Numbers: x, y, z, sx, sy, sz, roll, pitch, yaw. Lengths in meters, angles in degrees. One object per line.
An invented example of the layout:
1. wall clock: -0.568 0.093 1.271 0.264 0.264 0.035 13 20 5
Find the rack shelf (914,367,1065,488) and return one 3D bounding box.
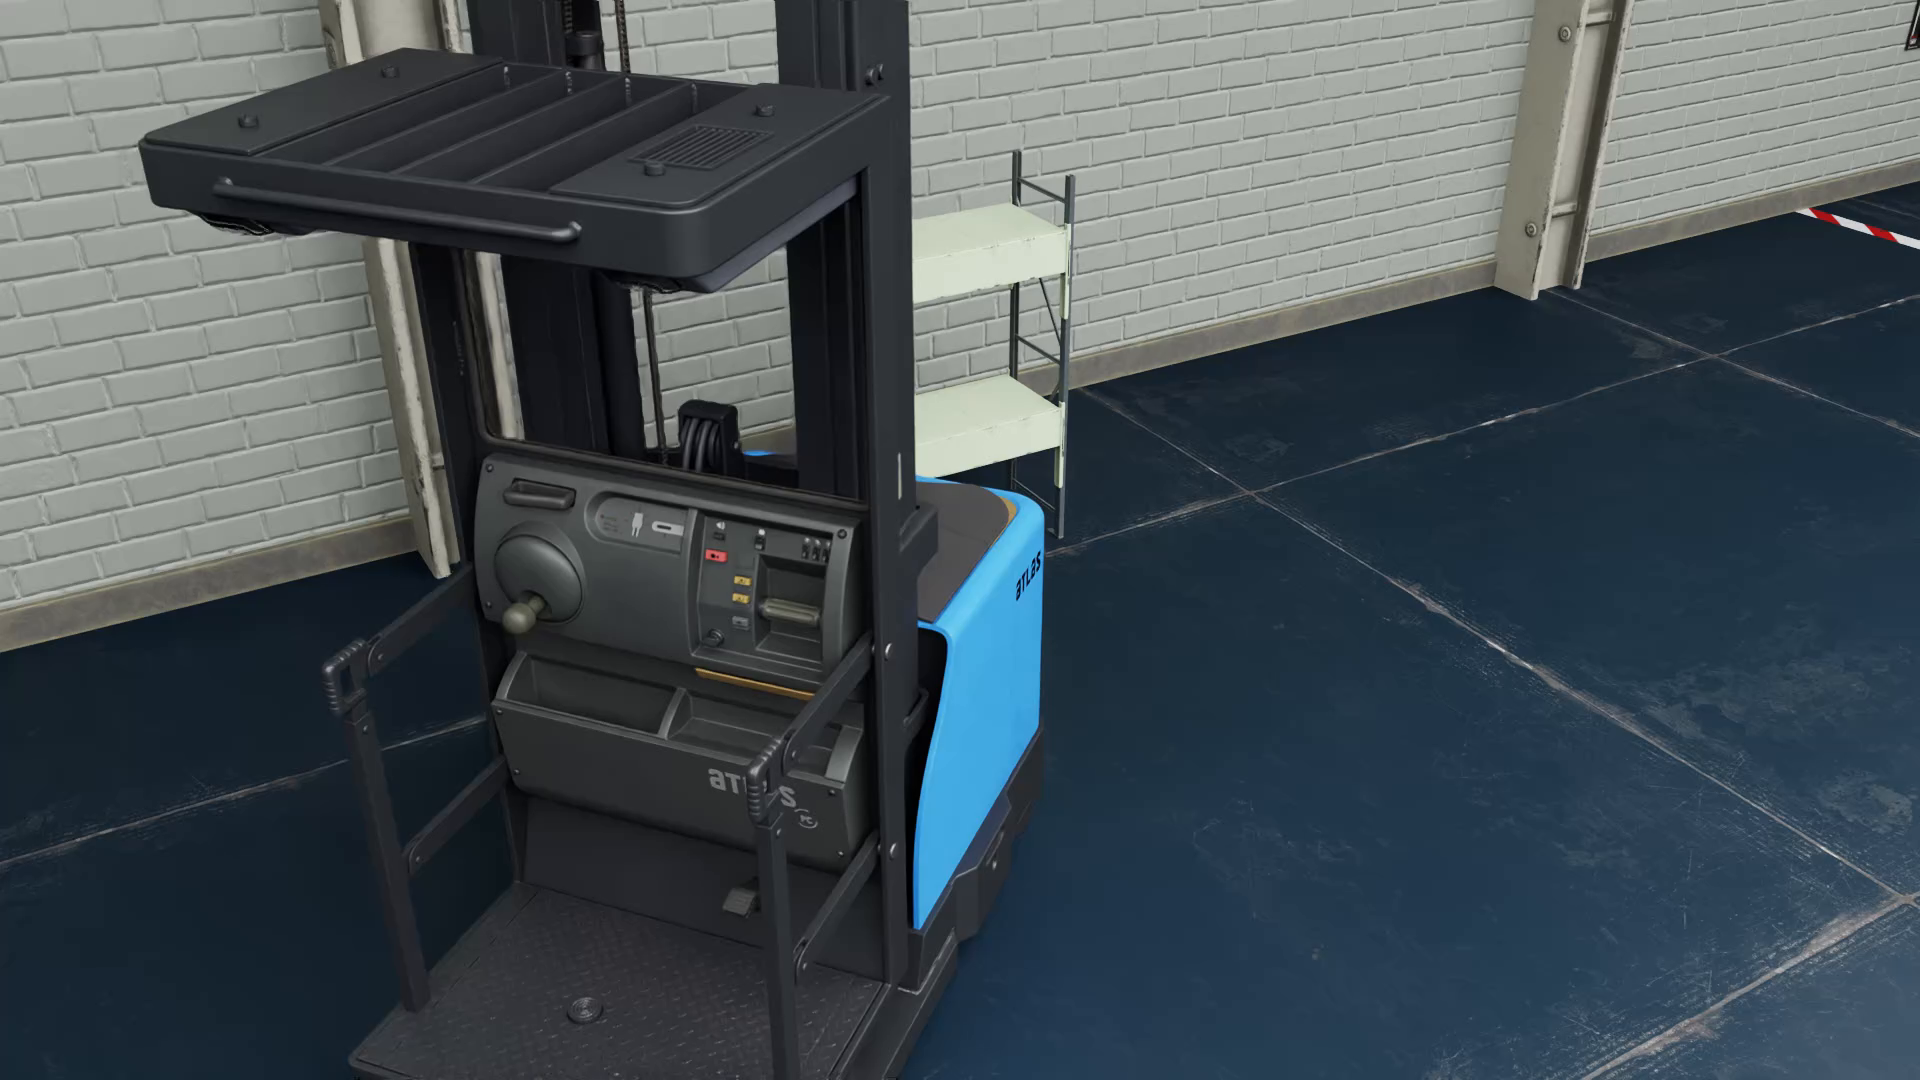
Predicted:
1. rack shelf: -0.006 -0.370 6.542 0.720 0.370 0.431 -16 33 -26

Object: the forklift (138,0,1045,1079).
1. forklift: -0.744 0.111 3.515 1.130 2.935 3.031 10 31 18

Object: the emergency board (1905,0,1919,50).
1. emergency board: 6.234 -3.627 10.218 0.626 1.169 0.157 -16 33 -26

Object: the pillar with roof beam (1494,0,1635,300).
1. pillar with roof beam: 5.409 -3.575 3.915 0.400 9.000 9.100 -16 33 -26

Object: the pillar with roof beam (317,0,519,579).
1. pillar with roof beam: 0.236 -2.106 1.253 0.400 9.000 9.100 -16 33 -26

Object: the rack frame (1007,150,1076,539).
1. rack frame: 0.310 -0.745 6.547 0.023 1.500 0.400 -16 33 -26

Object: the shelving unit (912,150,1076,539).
1. shelving unit: -0.006 -0.655 6.385 0.755 1.500 0.431 -16 33 -26

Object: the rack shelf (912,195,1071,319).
1. rack shelf: -0.006 -0.997 6.196 0.720 0.370 0.431 -16 33 -26
